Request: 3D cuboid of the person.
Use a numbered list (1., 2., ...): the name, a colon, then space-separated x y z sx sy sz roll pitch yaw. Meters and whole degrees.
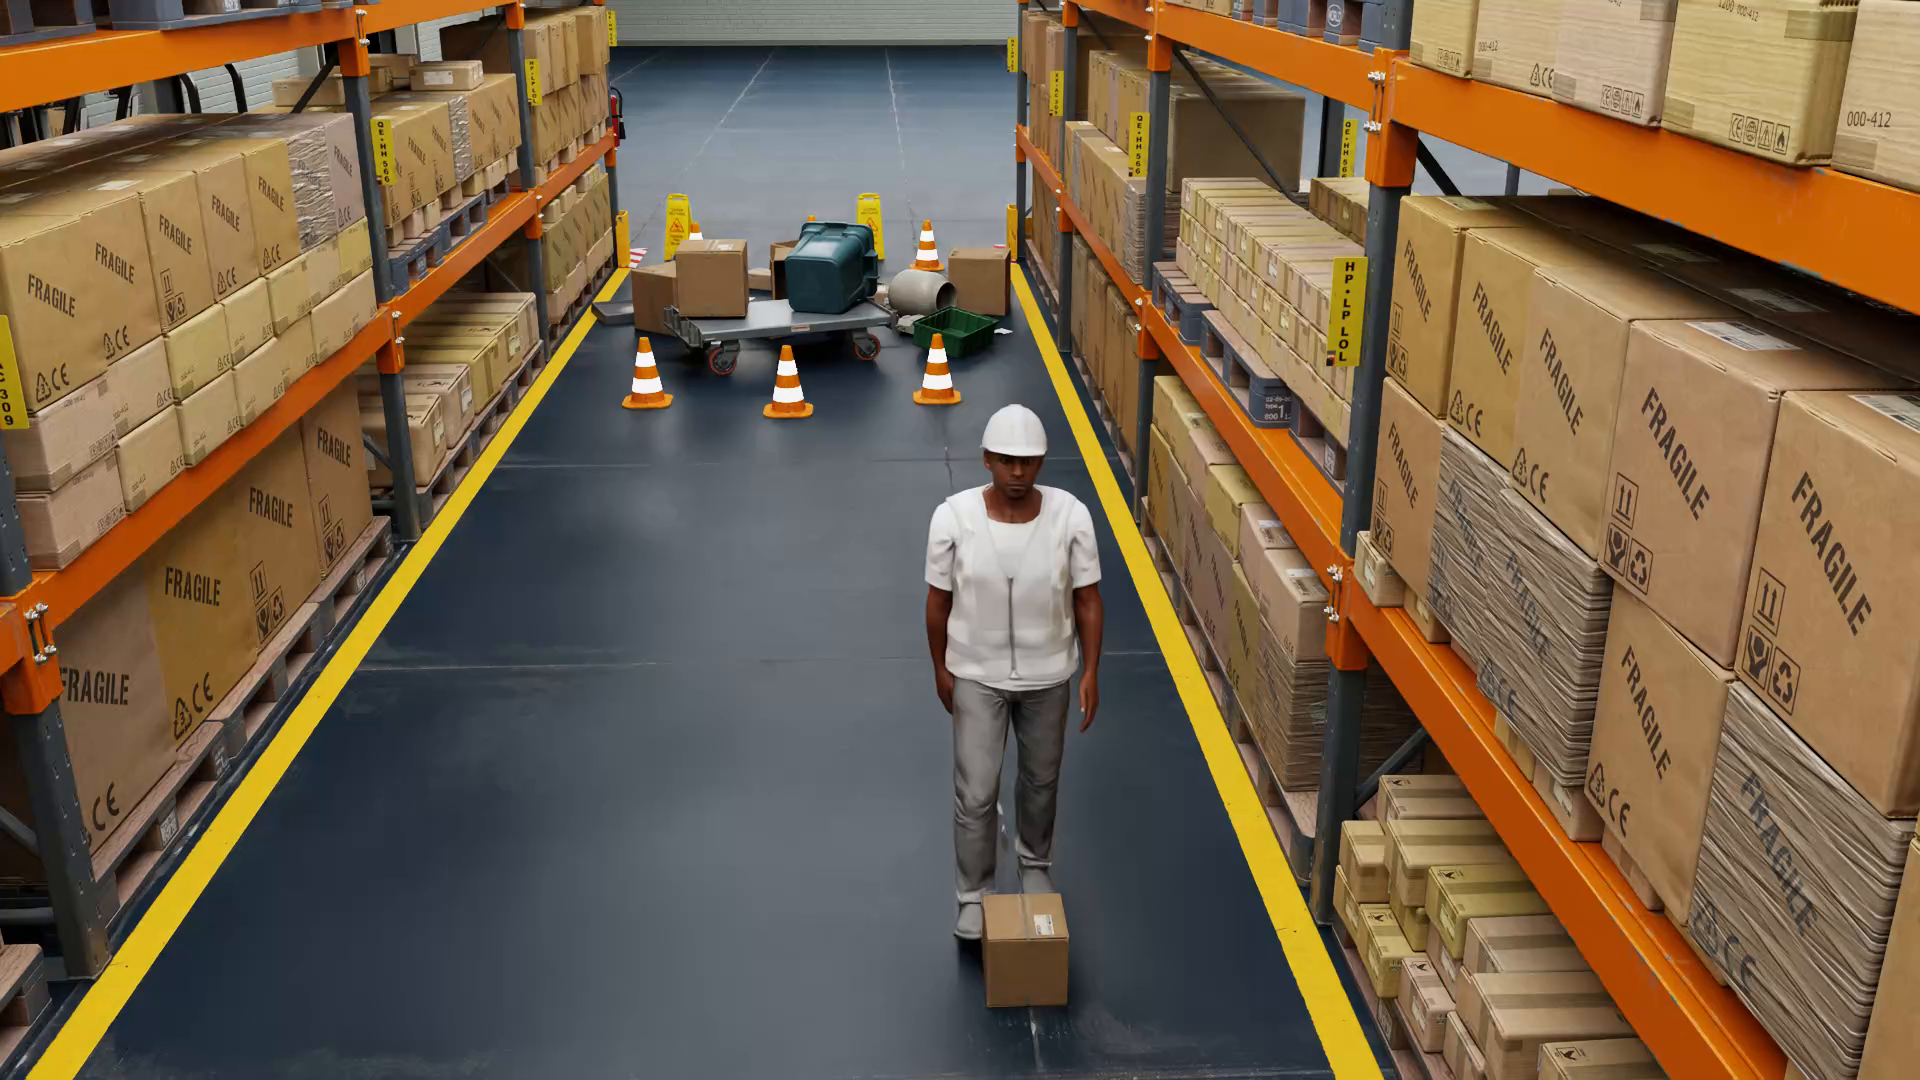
1. person: 0.177 0.446 5.363 0.571 1.765 0.578 -1 20 -2
